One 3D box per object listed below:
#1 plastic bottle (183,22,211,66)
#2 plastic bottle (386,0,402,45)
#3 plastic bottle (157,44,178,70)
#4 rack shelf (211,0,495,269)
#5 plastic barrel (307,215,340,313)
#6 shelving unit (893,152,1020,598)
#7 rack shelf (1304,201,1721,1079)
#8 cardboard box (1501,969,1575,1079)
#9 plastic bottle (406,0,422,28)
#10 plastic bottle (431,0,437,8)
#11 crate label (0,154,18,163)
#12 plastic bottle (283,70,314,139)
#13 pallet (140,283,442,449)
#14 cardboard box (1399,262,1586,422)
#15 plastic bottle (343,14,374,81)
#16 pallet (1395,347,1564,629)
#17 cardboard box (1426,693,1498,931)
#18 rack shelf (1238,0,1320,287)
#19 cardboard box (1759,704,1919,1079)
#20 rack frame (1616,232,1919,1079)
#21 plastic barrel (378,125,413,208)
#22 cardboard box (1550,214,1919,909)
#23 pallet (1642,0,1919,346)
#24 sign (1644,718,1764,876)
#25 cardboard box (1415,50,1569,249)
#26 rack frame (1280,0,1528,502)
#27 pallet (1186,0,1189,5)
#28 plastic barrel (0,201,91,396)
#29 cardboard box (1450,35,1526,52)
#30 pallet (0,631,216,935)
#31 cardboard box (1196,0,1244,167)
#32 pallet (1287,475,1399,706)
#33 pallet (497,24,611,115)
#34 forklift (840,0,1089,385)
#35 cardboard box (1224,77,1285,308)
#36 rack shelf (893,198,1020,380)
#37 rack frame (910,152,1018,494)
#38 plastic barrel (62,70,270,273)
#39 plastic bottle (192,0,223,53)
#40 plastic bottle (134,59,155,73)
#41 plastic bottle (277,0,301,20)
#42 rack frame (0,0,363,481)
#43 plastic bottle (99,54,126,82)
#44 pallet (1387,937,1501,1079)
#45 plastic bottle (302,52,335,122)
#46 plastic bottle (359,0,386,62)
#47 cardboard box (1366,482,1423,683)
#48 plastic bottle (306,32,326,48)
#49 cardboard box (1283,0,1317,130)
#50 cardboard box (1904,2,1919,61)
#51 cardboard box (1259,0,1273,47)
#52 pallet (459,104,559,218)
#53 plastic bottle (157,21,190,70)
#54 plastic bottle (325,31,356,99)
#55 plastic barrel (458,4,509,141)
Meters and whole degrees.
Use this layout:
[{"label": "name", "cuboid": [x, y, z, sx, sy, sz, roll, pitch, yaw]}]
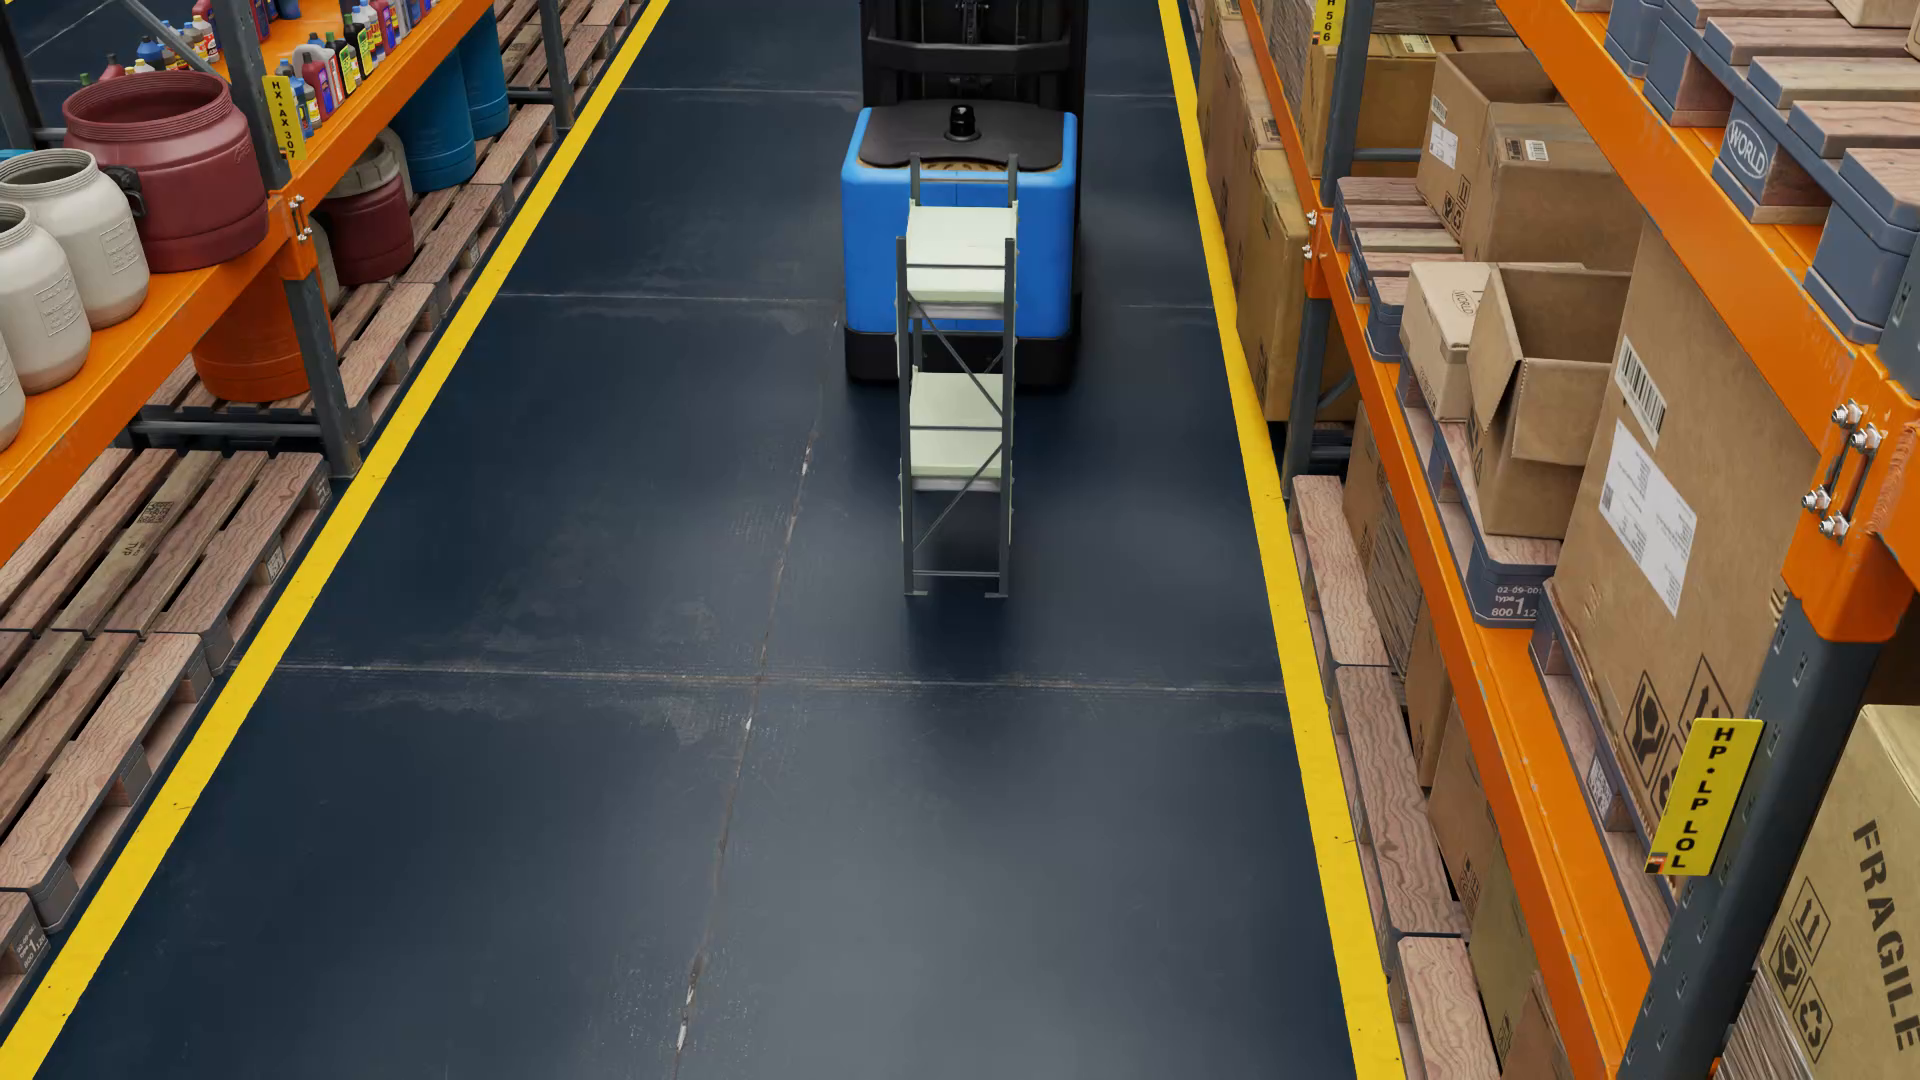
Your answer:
[{"label": "plastic bottle", "cuboid": [-3.444, -2.223, 7.477, 0.097, 0.201, 0.097, 0, 35, 0]}, {"label": "plastic bottle", "cuboid": [-2.671, -2.446, 7.733, 0.097, 0.271, 0.097, 0, 35, 0]}, {"label": "plastic bottle", "cuboid": [-3.456, -2.055, 7.238, 0.097, 0.201, 0.097, 0, 35, 0]}, {"label": "rack shelf", "cuboid": [-3.010, -2.382, 8.157, 1.077, 0.370, 4.000, 1, 35, 2]}, {"label": "plastic barrel", "cuboid": [-3.154, -1.290, 7.775, 0.421, 0.512, 0.421, 0, 35, 0]}, {"label": "shelving unit", "cuboid": [0.000, -0.610, 6.313, 0.431, 1.500, 0.755, 1, 35, 2]}, {"label": "rack shelf", "cuboid": [1.779, 0.030, 4.724, 1.077, 0.370, 4.000, 1, 35, 2]}, {"label": "cardboard box", "cuboid": [1.744, 1.375, 3.976, 0.700, 0.500, 0.500, -1, 35, -2]}, {"label": "plastic bottle", "cuboid": [-2.684, -2.637, 7.936, 0.144, 0.351, 0.185, 1, 35, 2]}, {"label": "plastic bottle", "cuboid": [-2.649, -2.733, 8.203, 0.097, 0.201, 0.097, 0, 35, 0]}, {"label": "crate label", "cuboid": [-3.400, -0.978, 5.502, 0.502, 0.435, 0.616, 1, 35, 2]}, {"label": "plastic bottle", "cuboid": [-2.718, -1.782, 6.789, 0.097, 0.271, 0.097, 0, 35, 0]}, {"label": "pallet", "cuboid": [-3.100, -0.841, 7.763, 1.003, 0.211, 1.213, 1, 35, 2]}, {"label": "cardboard box", "cuboid": [1.562, -0.566, 4.712, 0.500, 0.250, 0.500, 0, 35, 1]}, {"label": "plastic bottle", "cuboid": [-2.671, -2.195, 7.367, 0.061, 0.283, 0.133, 1, 35, 2]}, {"label": "pallet", "cuboid": [1.820, -0.197, 4.588, 1.003, 0.211, 1.213, 1, 35, 2]}, {"label": "cardboard box", "cuboid": [1.805, 0.780, 4.822, 0.700, 0.500, 0.500, -2, 35, -2]}, {"label": "rack shelf", "cuboid": [1.939, -2.268, 7.994, 1.077, 0.370, 4.000, 1, 35, 2]}, {"label": "cardboard box", "cuboid": [1.426, 0.566, 2.121, 0.500, 0.500, 0.500, 1, 35, 2]}, {"label": "rack frame", "cuboid": [1.698, 0.885, 2.882, 1.000, 3.000, 0.127, 1, 35, 2]}, {"label": "plastic barrel", "cuboid": [-3.109, -1.938, 8.698, 0.421, 0.512, 0.421, 0, 35, 0]}, {"label": "cardboard box", "cuboid": [1.870, 0.014, 3.234, 1.000, 1.000, 1.000, 2, 35, 2]}, {"label": "pallet", "cuboid": [1.830, -0.618, 2.575, 1.213, 0.211, 1.003, 1, 35, 2]}, {"label": "sign", "cuboid": [1.144, 0.400, 2.565, 0.100, 0.325, 0.005, 1, 35, 2]}, {"label": "cardboard box", "cuboid": [1.877, -1.315, 5.560, 0.500, 0.500, 0.500, -3, 35, -4]}, {"label": "rack frame", "cuboid": [1.859, -1.413, 6.152, 1.000, 3.000, 0.127, 1, 35, 2]}, {"label": "pallet", "cuboid": [2.226, -4.407, 12.838, 1.003, 0.211, 1.213, 1, 35, 2]}, {"label": "plastic barrel", "cuboid": [-2.935, -0.735, 5.091, 0.421, 0.512, 0.421, 0, 35, 0]}, {"label": "cardboard box", "cuboid": [2.150, -1.727, 6.512, 0.500, 0.500, 0.500, 2, 35, 3]}, {"label": "pallet", "cuboid": [-3.212, 0.756, 5.490, 1.003, 0.211, 1.213, 1, 35, 2]}, {"label": "cardboard box", "cuboid": [2.014, -2.646, 9.389, 1.225, 0.875, 0.875, 1, 35, 2]}, {"label": "pallet", "cuboid": [1.826, 0.177, 6.315, 1.003, 0.211, 1.213, 1, 35, 2]}, {"label": "pallet", "cuboid": [-2.939, -3.108, 10.989, 1.003, 0.211, 1.213, 1, 35, 2]}, {"label": "forklift", "cuboid": [0.085, -2.735, 8.093, 1.130, 2.935, 3.031, 2, 35, 3]}, {"label": "cardboard box", "cuboid": [1.951, -1.624, 7.934, 1.225, 0.875, 0.875, 1, 35, 2]}, {"label": "rack shelf", "cuboid": [0.000, -0.929, 6.089, 0.431, 0.370, 0.720, 1, 35, 2]}, {"label": "rack frame", "cuboid": [0.014, -0.820, 6.613, 0.400, 1.500, 0.023, 1, 35, 2]}, {"label": "plastic barrel", "cuboid": [-2.806, -1.310, 5.887, 0.600, 0.536, 0.708, 1, 35, 2]}, {"label": "plastic bottle", "cuboid": [-3.454, -2.379, 7.628, 0.061, 0.283, 0.133, 1, 35, 2]}, {"label": "plastic bottle", "cuboid": [-3.464, -1.943, 7.079, 0.097, 0.201, 0.097, 0, 35, 0]}, {"label": "plastic bottle", "cuboid": [-3.271, -2.670, 8.052, 0.097, 0.271, 0.097, 0, 35, 0]}, {"label": "rack frame", "cuboid": [-3.090, -1.528, 6.315, 1.000, 3.000, 0.127, 1, 35, 2]}, {"label": "plastic bottle", "cuboid": [-3.491, -1.855, 6.882, 0.061, 0.283, 0.133, 1, 35, 2]}, {"label": "pallet", "cuboid": [1.728, 1.578, 4.321, 1.003, 0.211, 1.213, 1, 35, 2]}, {"label": "plastic bottle", "cuboid": [-2.691, -1.909, 6.959, 0.061, 0.283, 0.133, 1, 35, 2]}, {"label": "plastic bottle", "cuboid": [-2.680, -2.313, 7.545, 0.097, 0.271, 0.097, 0, 35, 0]}, {"label": "cardboard box", "cuboid": [1.843, 0.134, 5.742, 0.700, 0.500, 0.500, -1, 35, -2]}, {"label": "plastic bottle", "cuboid": [-2.760, -2.049, 7.169, 0.097, 0.271, 0.097, 0, 35, 0]}, {"label": "cardboard box", "cuboid": [1.657, -2.030, 6.942, 0.500, 0.500, 0.500, 1, 35, 1]}, {"label": "cardboard box", "cuboid": [1.816, -0.824, 2.250, 0.797, 0.503, 0.637, 0, 35, 0]}, {"label": "cardboard box", "cuboid": [1.696, -2.620, 7.783, 0.500, 0.500, 0.500, 2, 35, 3]}, {"label": "pallet", "cuboid": [-3.002, -2.243, 9.757, 1.003, 0.211, 1.213, 1, 35, 2]}, {"label": "plastic bottle", "cuboid": [-3.452, -2.139, 7.297, 0.097, 0.271, 0.097, 0, 35, 0]}, {"label": "plastic bottle", "cuboid": [-2.680, -2.063, 7.178, 0.061, 0.283, 0.133, 1, 35, 2]}, {"label": "plastic barrel", "cuboid": [-2.968, -2.827, 9.623, 0.600, 0.901, 0.708, 1, 35, 2]}]
